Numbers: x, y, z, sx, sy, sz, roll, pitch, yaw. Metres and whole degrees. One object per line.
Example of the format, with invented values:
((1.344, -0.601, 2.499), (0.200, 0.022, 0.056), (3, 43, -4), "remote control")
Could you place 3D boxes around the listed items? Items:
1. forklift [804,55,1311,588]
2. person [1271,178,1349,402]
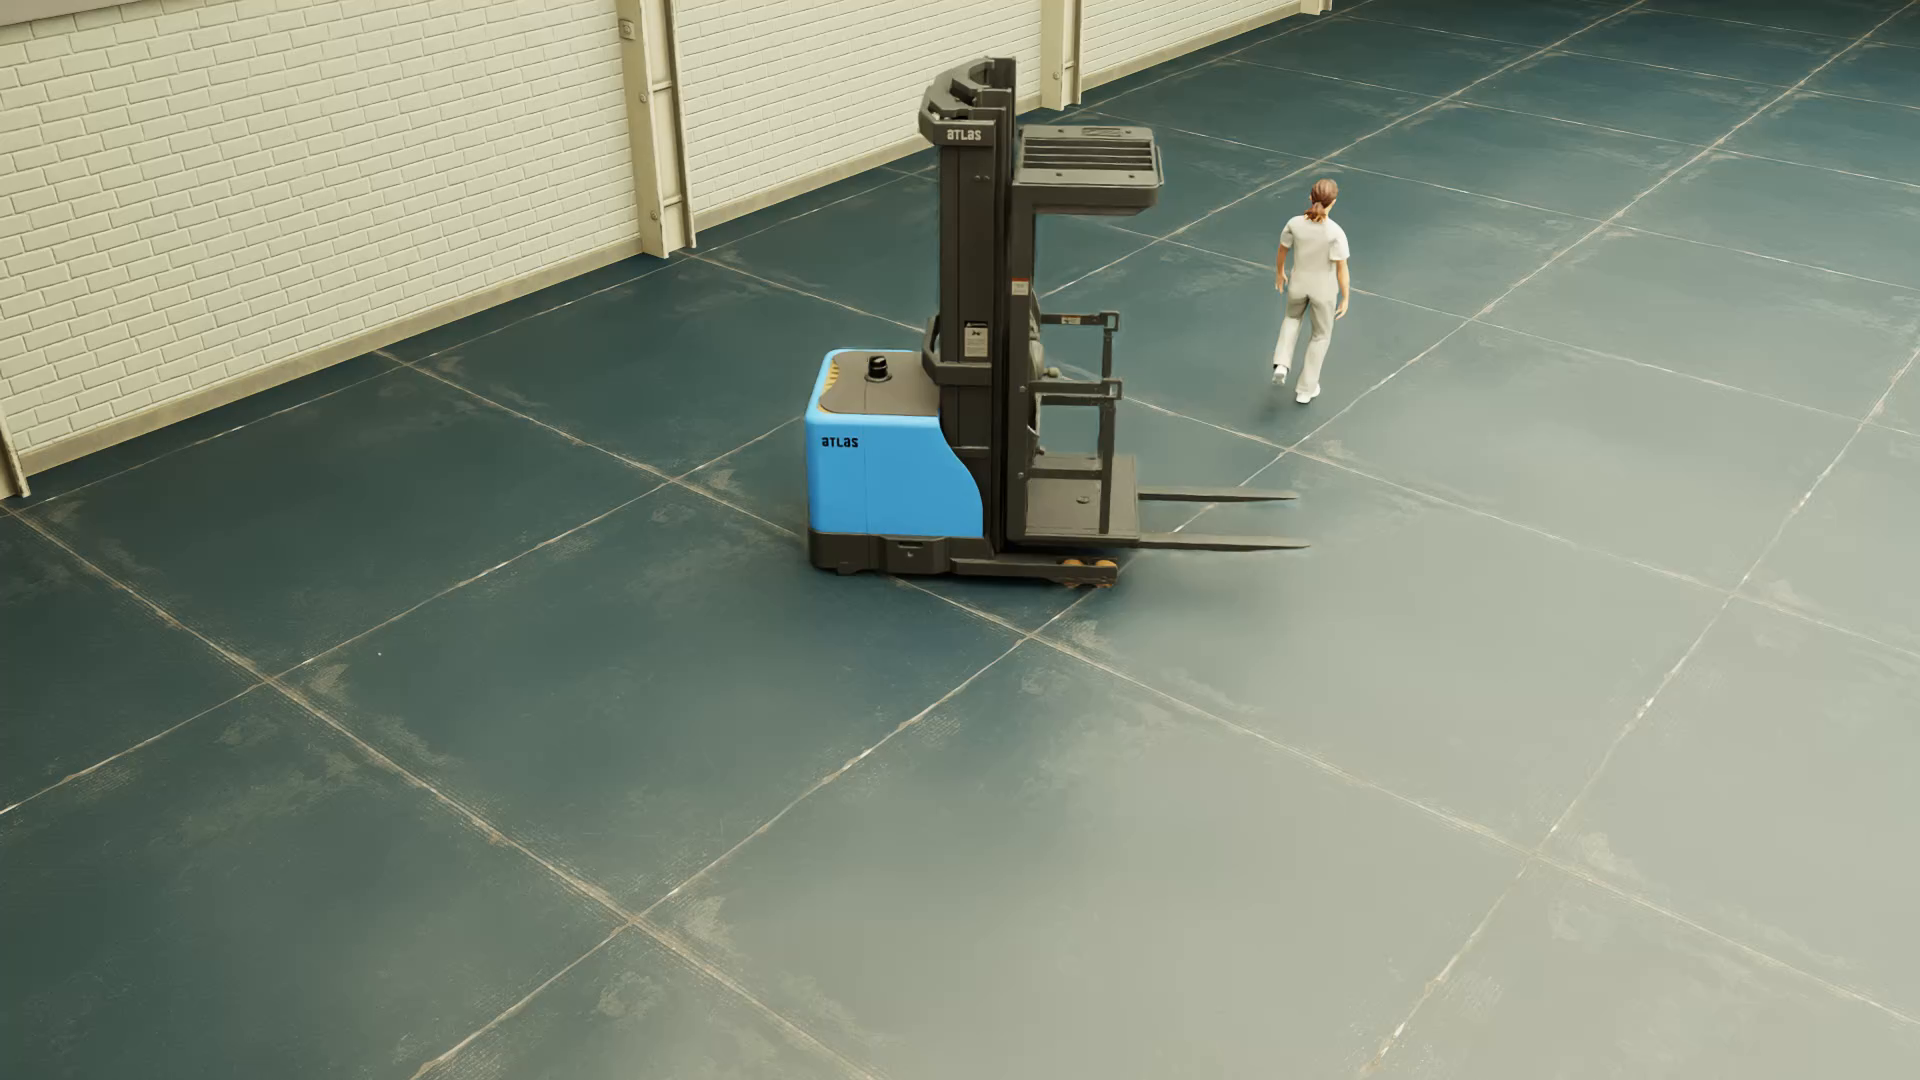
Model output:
((0.619, -1.254, 9.741), (3.031, 2.935, 1.130), (2, 30, 3), "forklift")
((2.529, -1.799, 11.942), (0.594, 1.655, 0.460), (16, 34, 26), "person")
